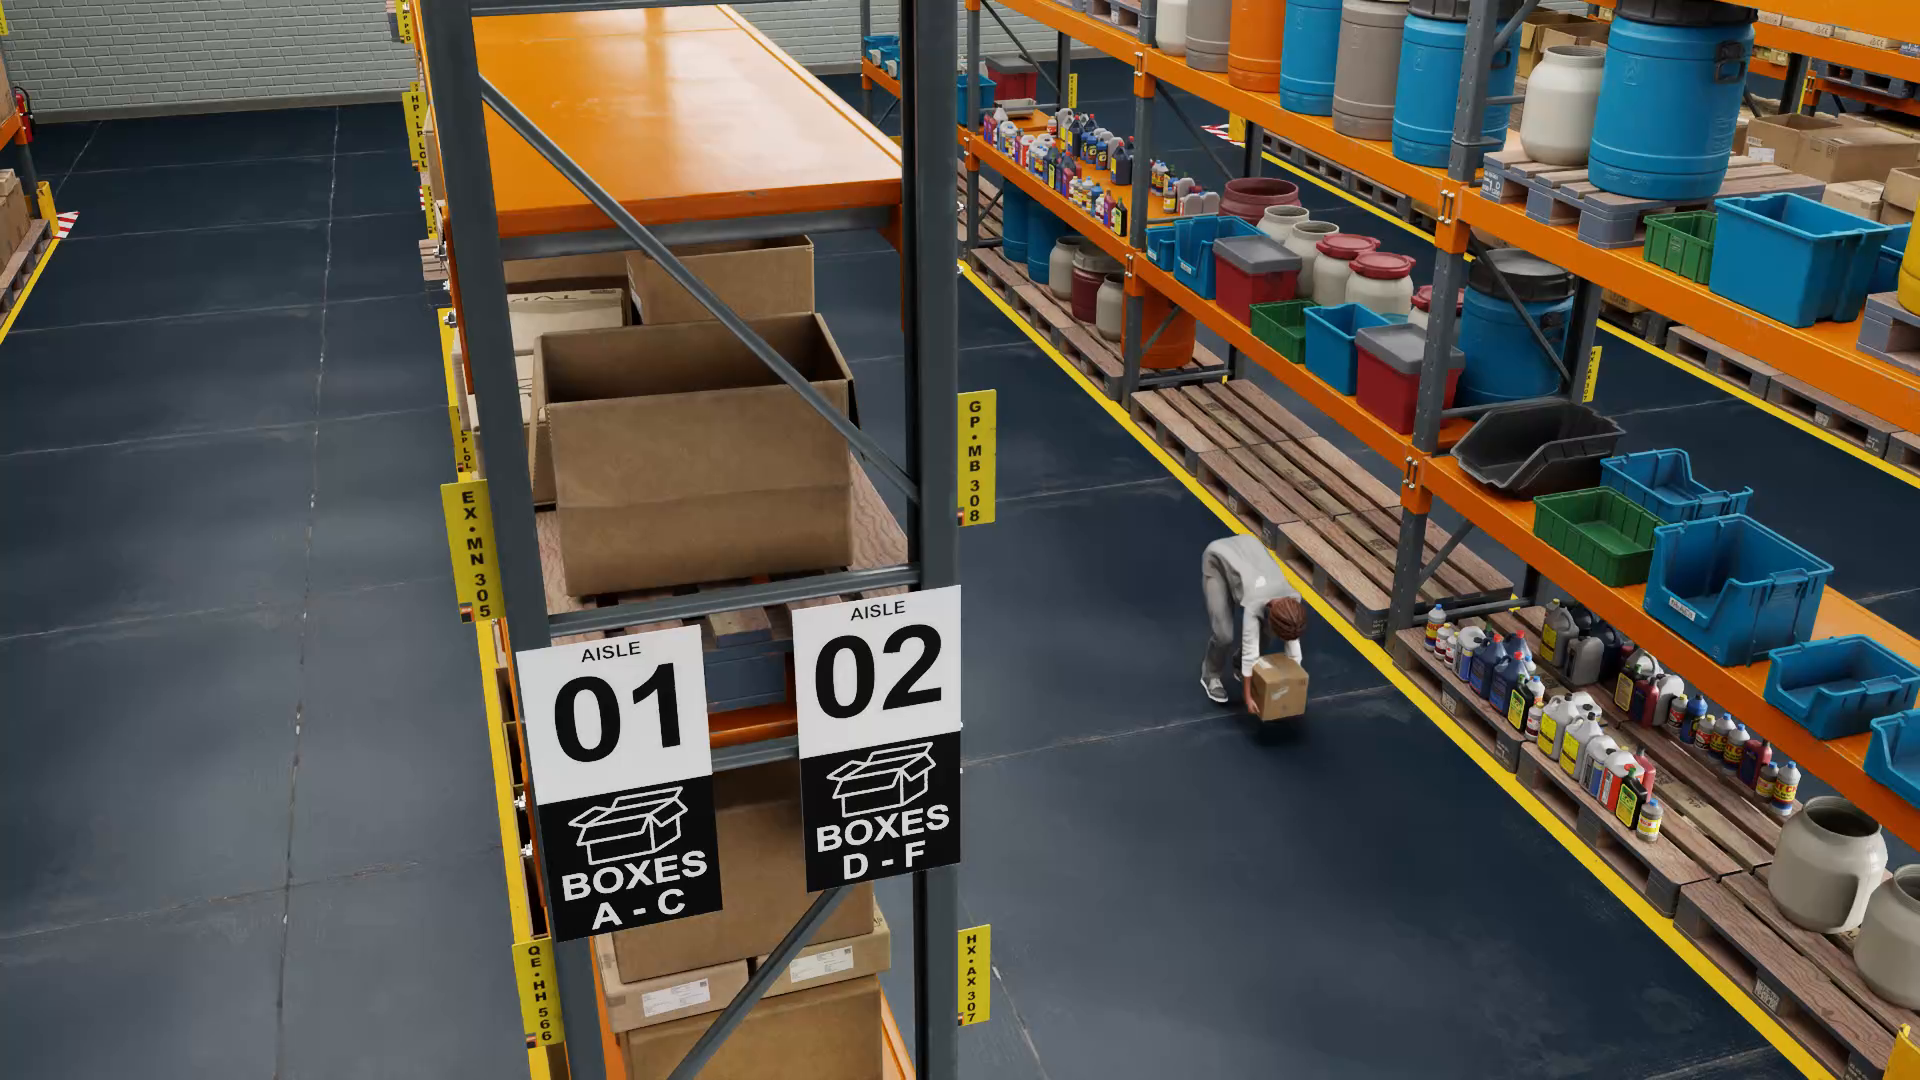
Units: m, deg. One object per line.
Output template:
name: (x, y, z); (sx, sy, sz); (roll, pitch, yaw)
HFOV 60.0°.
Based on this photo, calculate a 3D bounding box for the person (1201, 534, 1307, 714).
person: (1.605, 0.501, 9.080); (0.412, 0.947, 0.866); (-10, 28, -18)
